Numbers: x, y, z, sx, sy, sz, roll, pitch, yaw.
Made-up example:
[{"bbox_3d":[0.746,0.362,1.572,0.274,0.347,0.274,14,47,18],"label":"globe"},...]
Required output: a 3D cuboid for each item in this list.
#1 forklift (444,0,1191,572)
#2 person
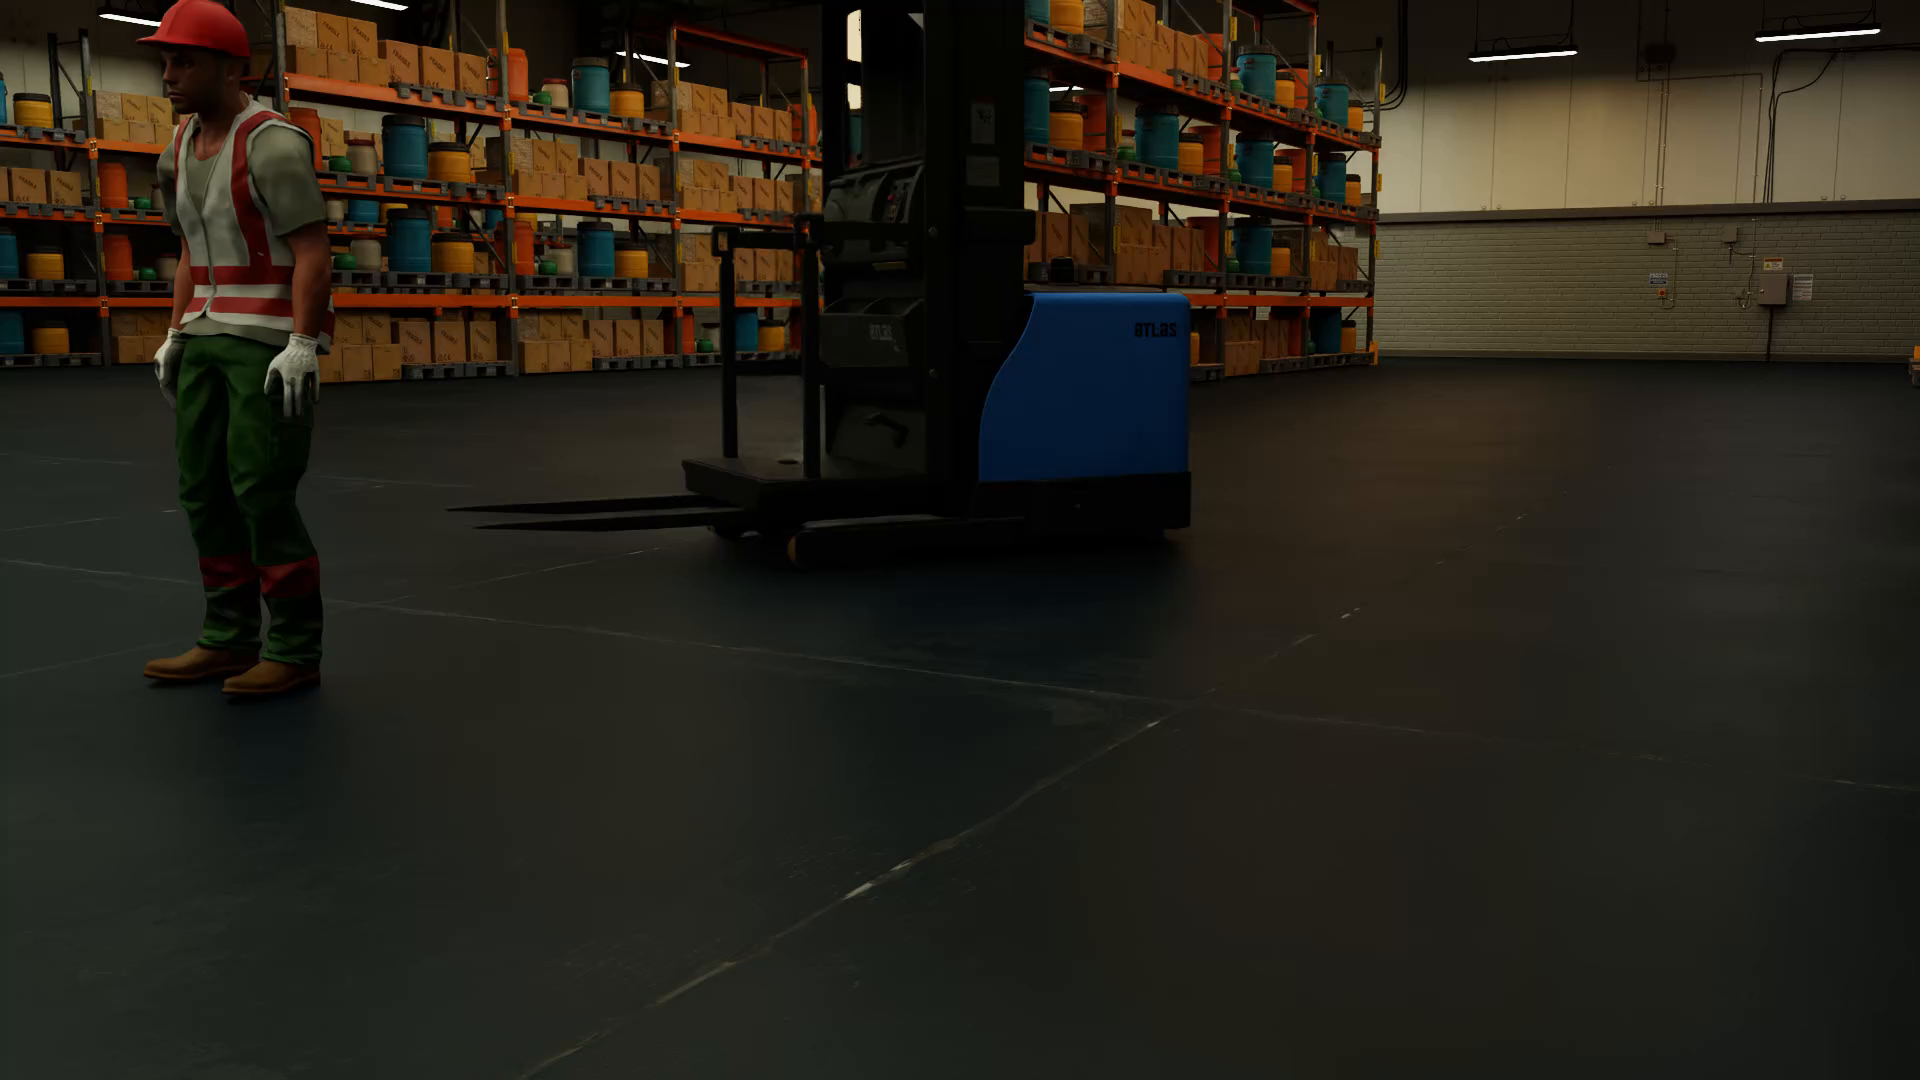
[{"bbox_3d":[-0.553,-1.412,6.821,3.031,2.935,1.130,-4,9,-26],"label":"forklift"},{"bbox_3d":[-1.899,-0.488,4.364,0.608,1.777,0.454,5,9,32],"label":"person"}]
